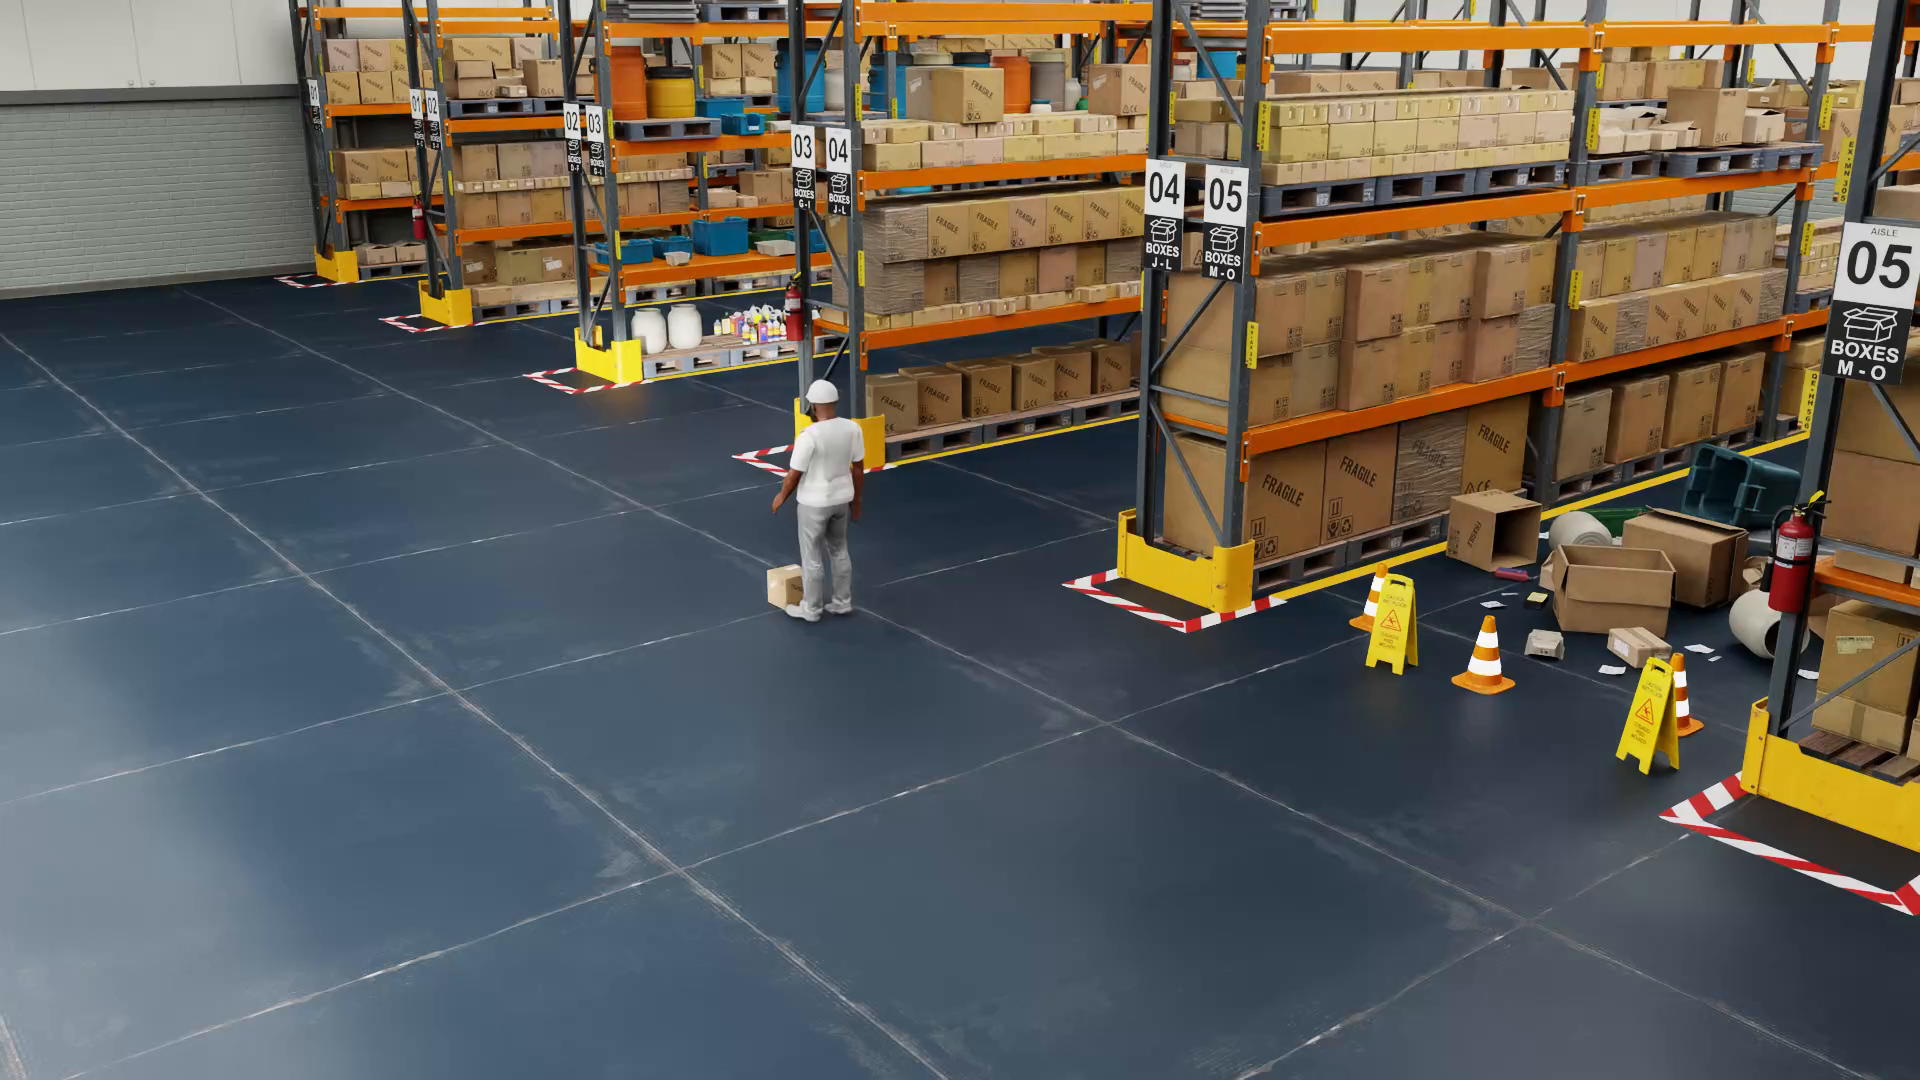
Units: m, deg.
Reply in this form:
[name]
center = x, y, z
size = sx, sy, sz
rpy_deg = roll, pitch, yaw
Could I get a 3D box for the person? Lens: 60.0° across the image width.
[person]
center = -1.003, -0.265, 11.847
size = 0.590, 1.808, 0.491
rpy_deg = -16, 24, -42
